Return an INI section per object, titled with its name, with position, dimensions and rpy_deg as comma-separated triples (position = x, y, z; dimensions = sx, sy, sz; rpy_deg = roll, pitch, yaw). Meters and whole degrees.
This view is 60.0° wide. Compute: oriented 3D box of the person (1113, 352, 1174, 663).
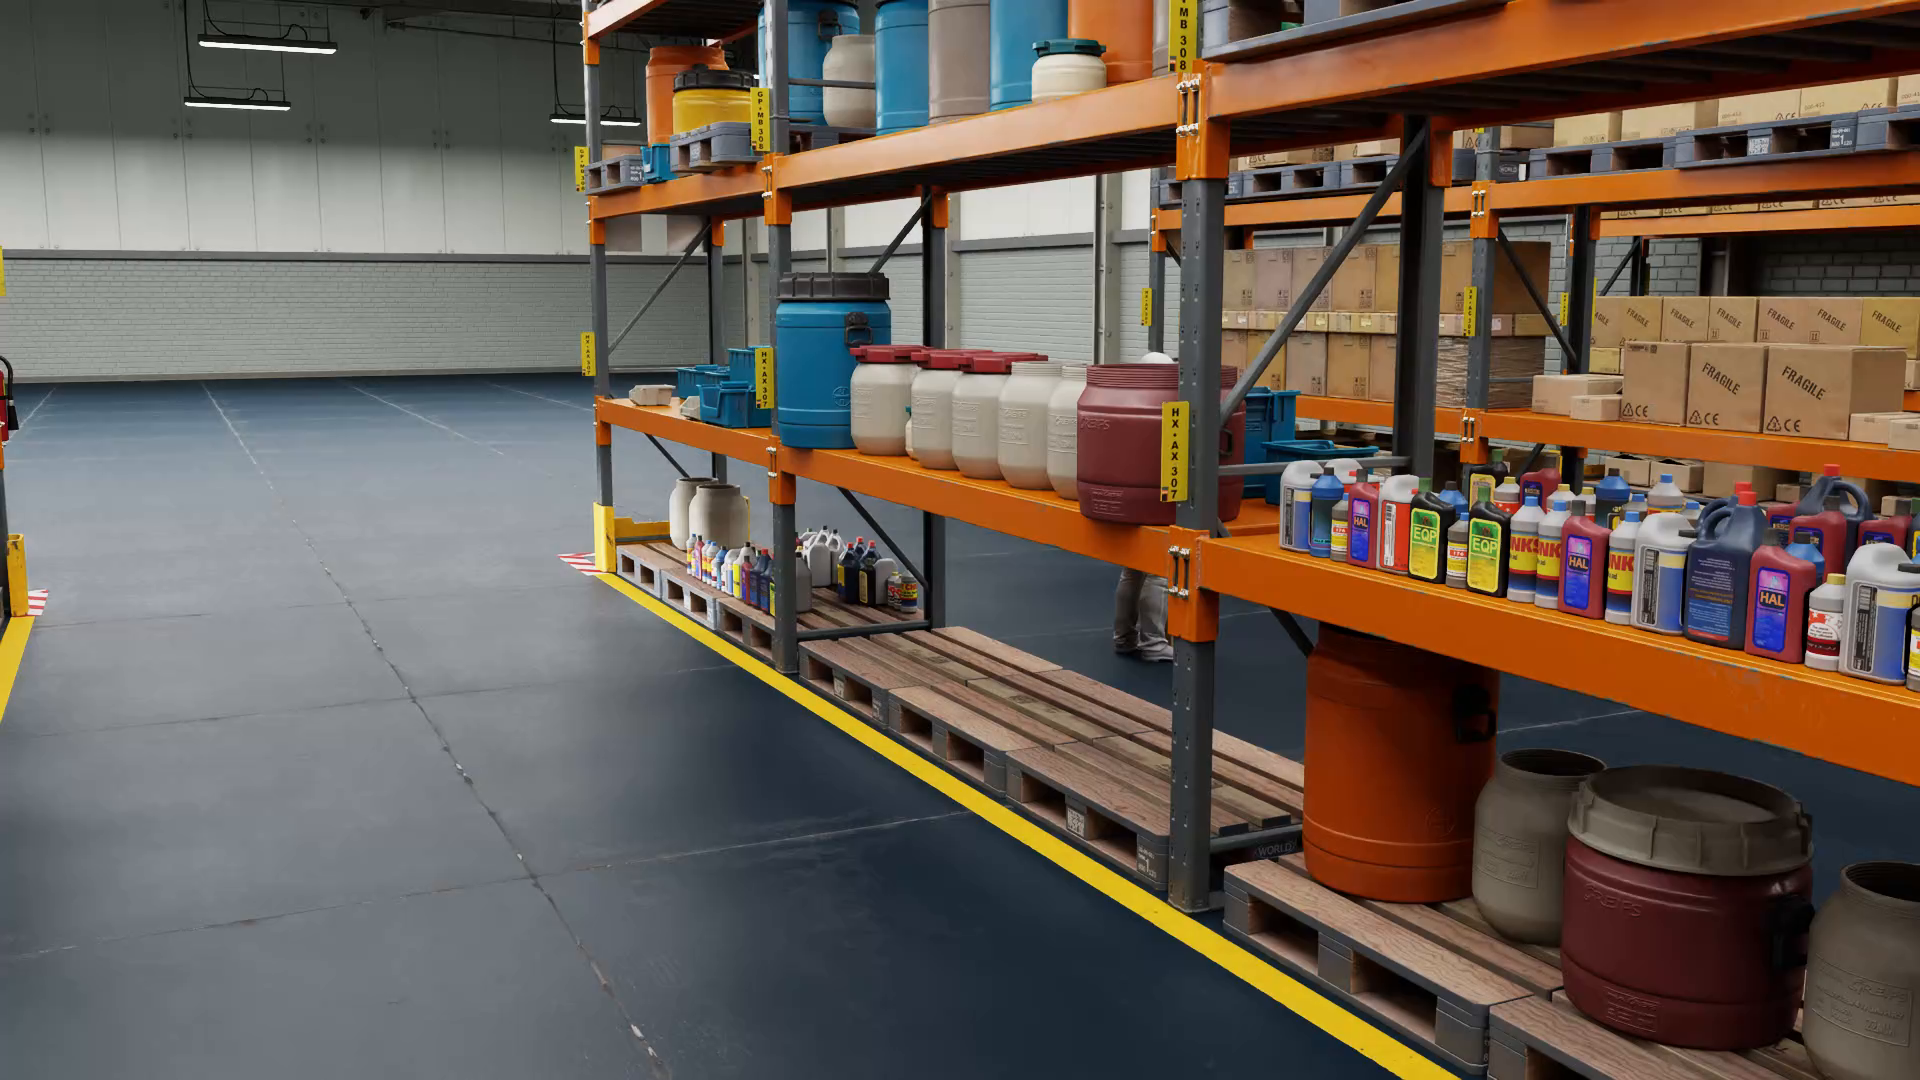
[person]
position = 1.088, -0.200, 9.625
dimensions = 0.463, 1.759, 0.631
rpy_deg = -4, 9, -27
